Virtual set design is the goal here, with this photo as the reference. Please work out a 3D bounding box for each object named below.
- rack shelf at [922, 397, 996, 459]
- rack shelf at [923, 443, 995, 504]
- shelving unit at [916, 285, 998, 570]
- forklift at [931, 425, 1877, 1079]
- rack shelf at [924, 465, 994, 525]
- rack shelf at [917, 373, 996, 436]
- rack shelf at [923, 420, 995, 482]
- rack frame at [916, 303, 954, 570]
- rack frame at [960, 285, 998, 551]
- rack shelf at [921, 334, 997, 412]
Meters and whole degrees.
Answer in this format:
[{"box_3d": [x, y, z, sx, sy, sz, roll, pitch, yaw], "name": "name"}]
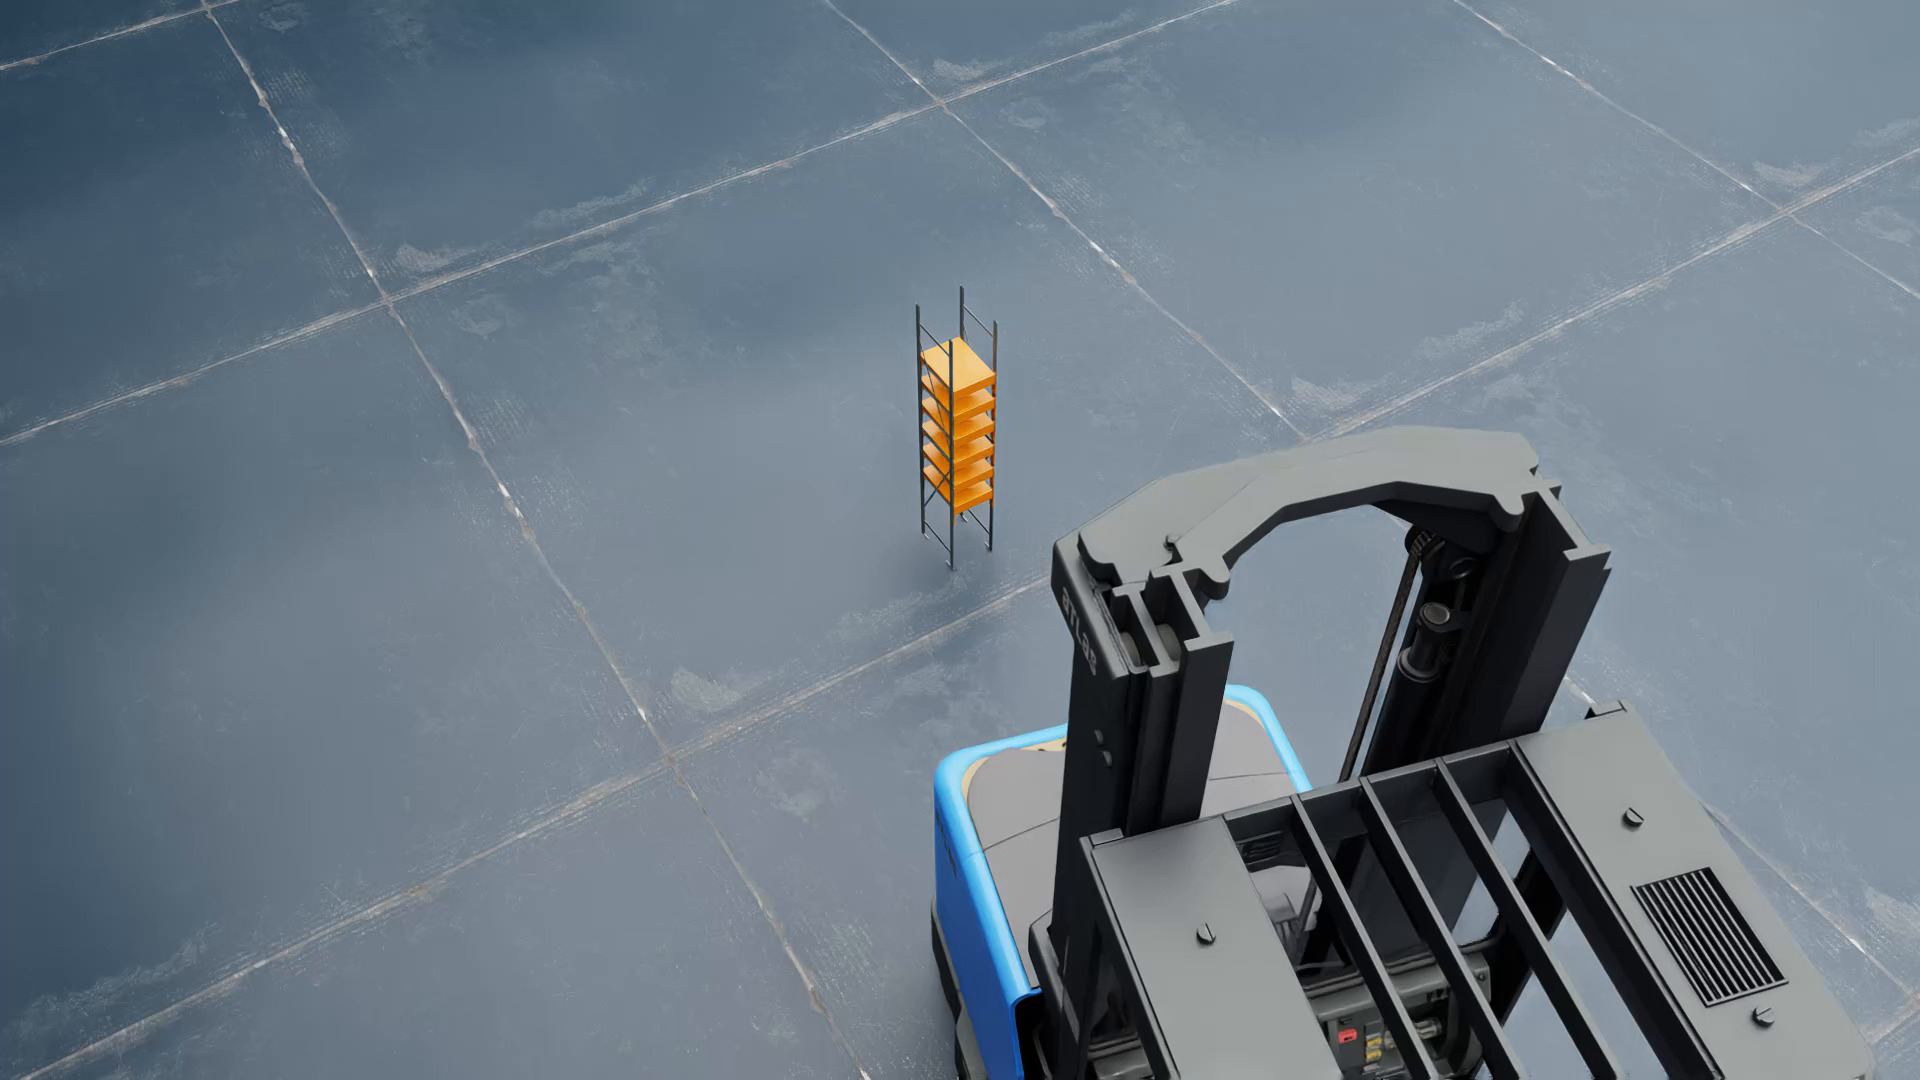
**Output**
[{"box_3d": [-0.012, -0.444, 6.186, 0.180, 0.103, 0.258, -25, 53, -21], "name": "rack shelf"}, {"box_3d": [-0.012, -0.284, 6.365, 0.180, 0.103, 0.258, -25, 53, -21], "name": "rack shelf"}, {"box_3d": [-0.012, -0.393, 6.242, 0.189, 1.200, 0.258, -25, 53, -21], "name": "shelving unit"}, {"box_3d": [0.812, 1.309, 3.567, 1.130, 2.935, 3.031, -12, 49, -11], "name": "forklift"}, {"box_3d": [-0.012, -0.204, 6.455, 0.180, 0.103, 0.258, -25, 53, -21], "name": "rack shelf"}, {"box_3d": [-0.012, -0.523, 6.096, 0.180, 0.103, 0.258, -25, 53, -21], "name": "rack shelf"}, {"box_3d": [-0.012, -0.364, 6.275, 0.180, 0.103, 0.258, -25, 53, -21], "name": "rack shelf"}, {"box_3d": [-0.090, -0.357, 6.210, 0.006, 1.200, 0.240, -25, 53, -21], "name": "rack frame"}, {"box_3d": [0.065, -0.430, 6.275, 0.006, 1.200, 0.240, -25, 53, -21], "name": "rack frame"}, {"box_3d": [-0.012, -0.603, 6.006, 0.180, 0.103, 0.258, -25, 53, -21], "name": "rack shelf"}]
